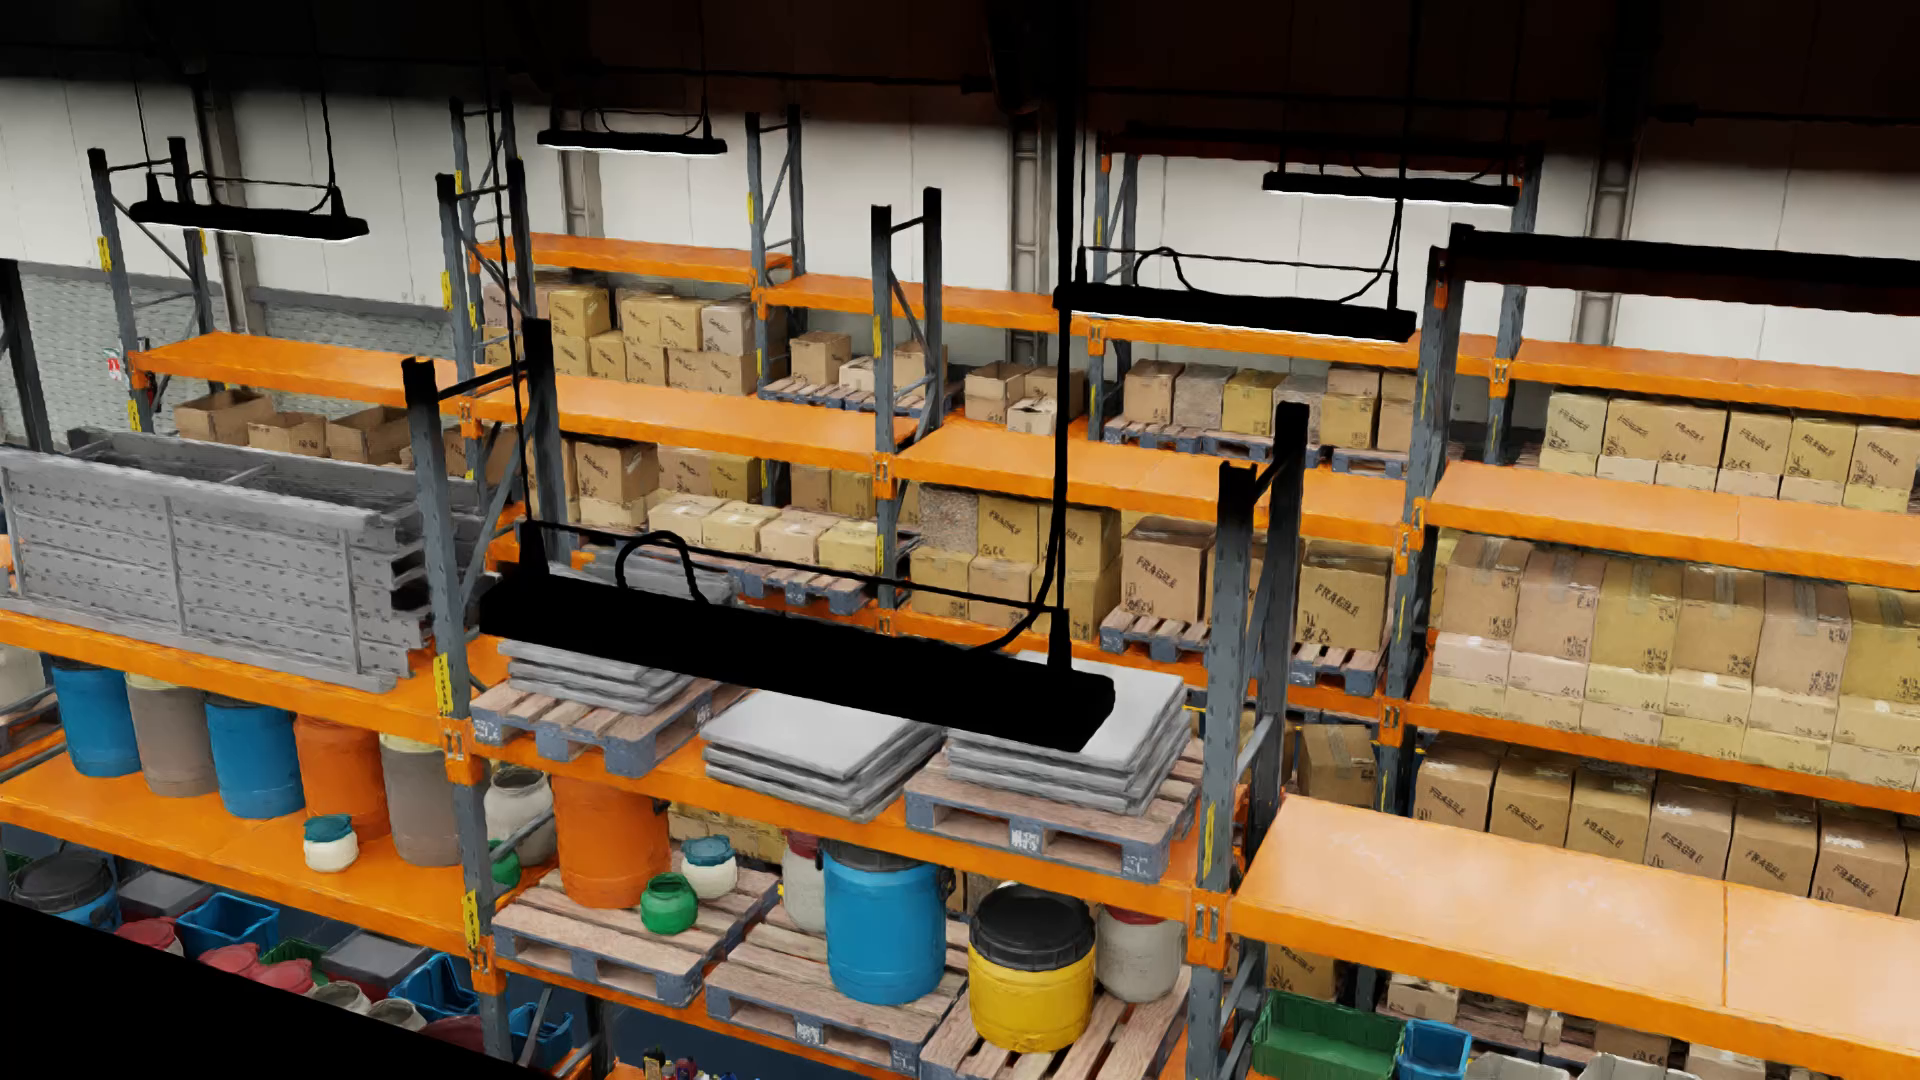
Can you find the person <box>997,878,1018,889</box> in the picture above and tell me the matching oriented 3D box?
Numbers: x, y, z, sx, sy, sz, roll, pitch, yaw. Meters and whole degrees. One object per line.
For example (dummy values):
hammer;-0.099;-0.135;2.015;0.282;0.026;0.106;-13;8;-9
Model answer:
person;0.361;2.986;12.263;1.128;1.709;0.550;8;22;20
